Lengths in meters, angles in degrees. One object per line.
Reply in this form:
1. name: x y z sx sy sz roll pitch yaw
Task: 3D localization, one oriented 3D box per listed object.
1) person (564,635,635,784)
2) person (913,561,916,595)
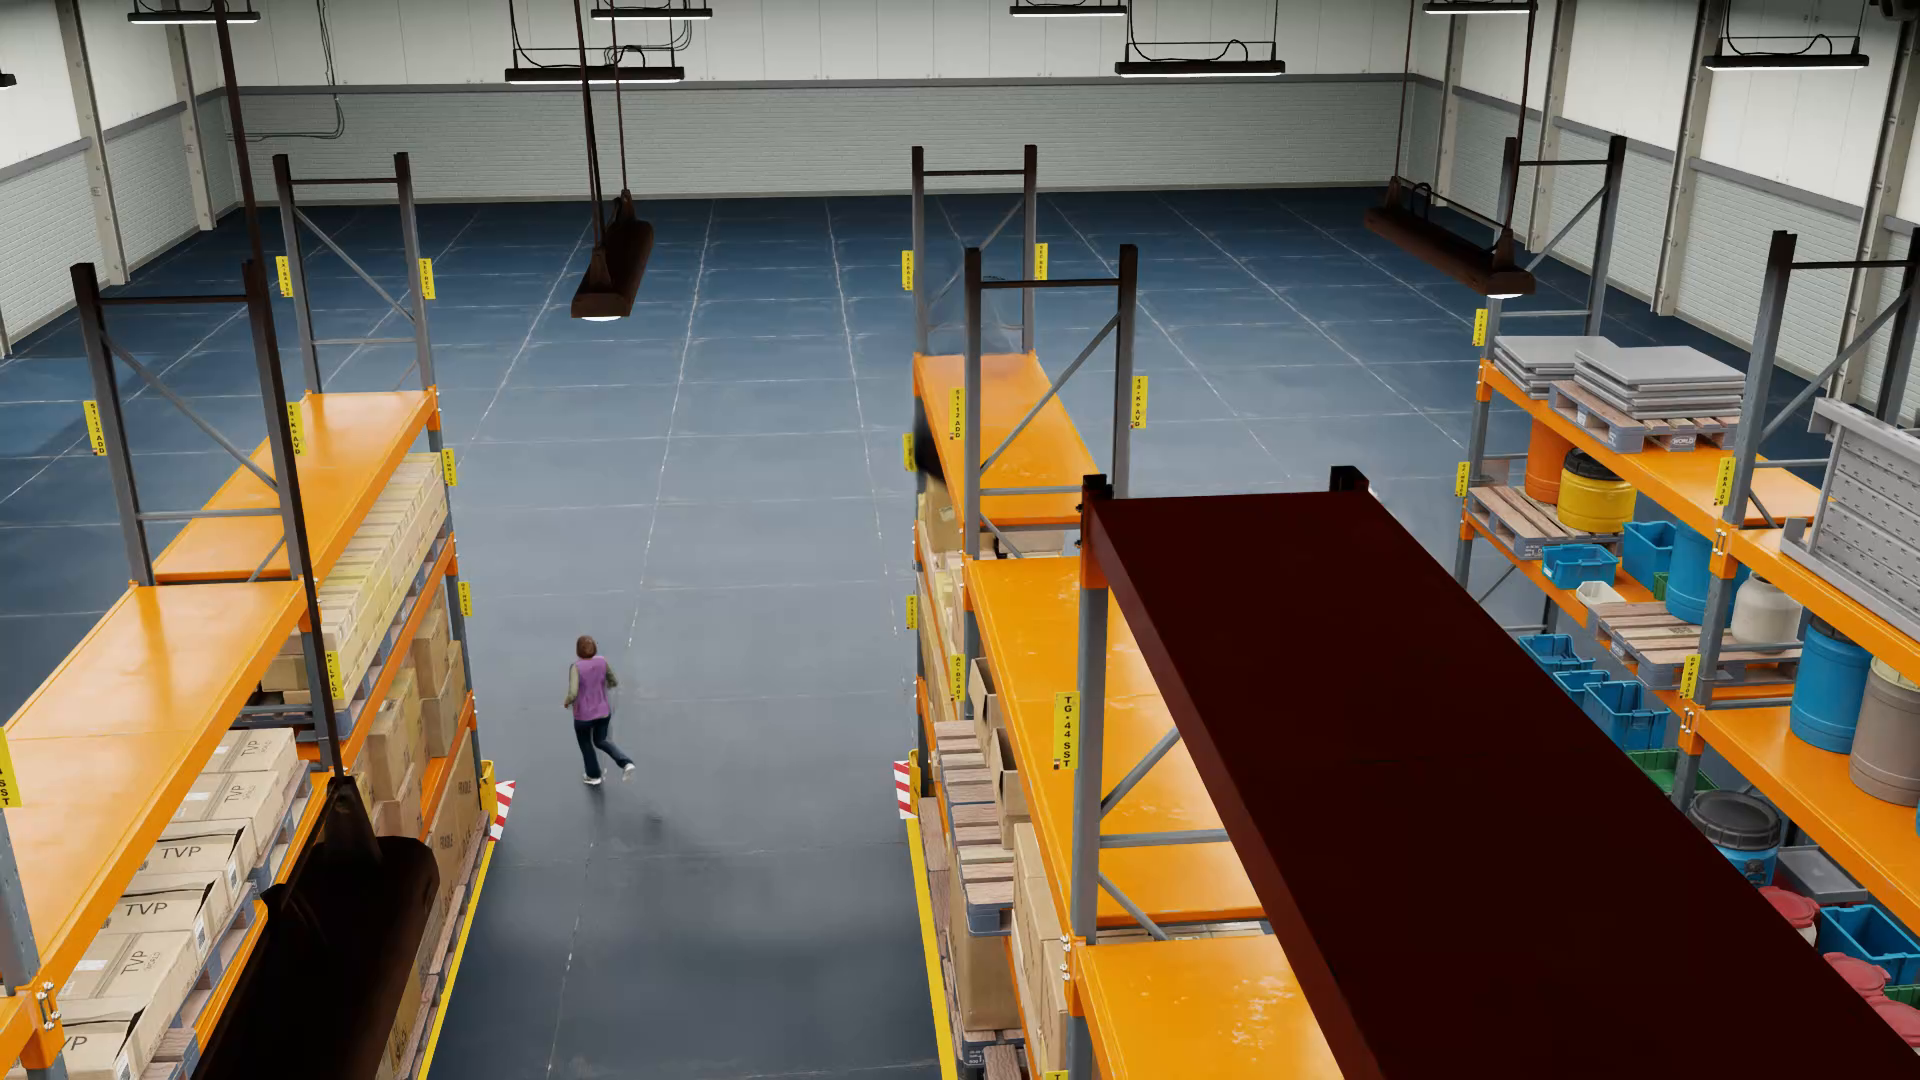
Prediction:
1. person: -3.376 1.641 15.403 0.545 1.589 0.725 -19 28 -39
2. person: -0.241 0.941 17.063 0.657 1.604 0.571 14 25 31
